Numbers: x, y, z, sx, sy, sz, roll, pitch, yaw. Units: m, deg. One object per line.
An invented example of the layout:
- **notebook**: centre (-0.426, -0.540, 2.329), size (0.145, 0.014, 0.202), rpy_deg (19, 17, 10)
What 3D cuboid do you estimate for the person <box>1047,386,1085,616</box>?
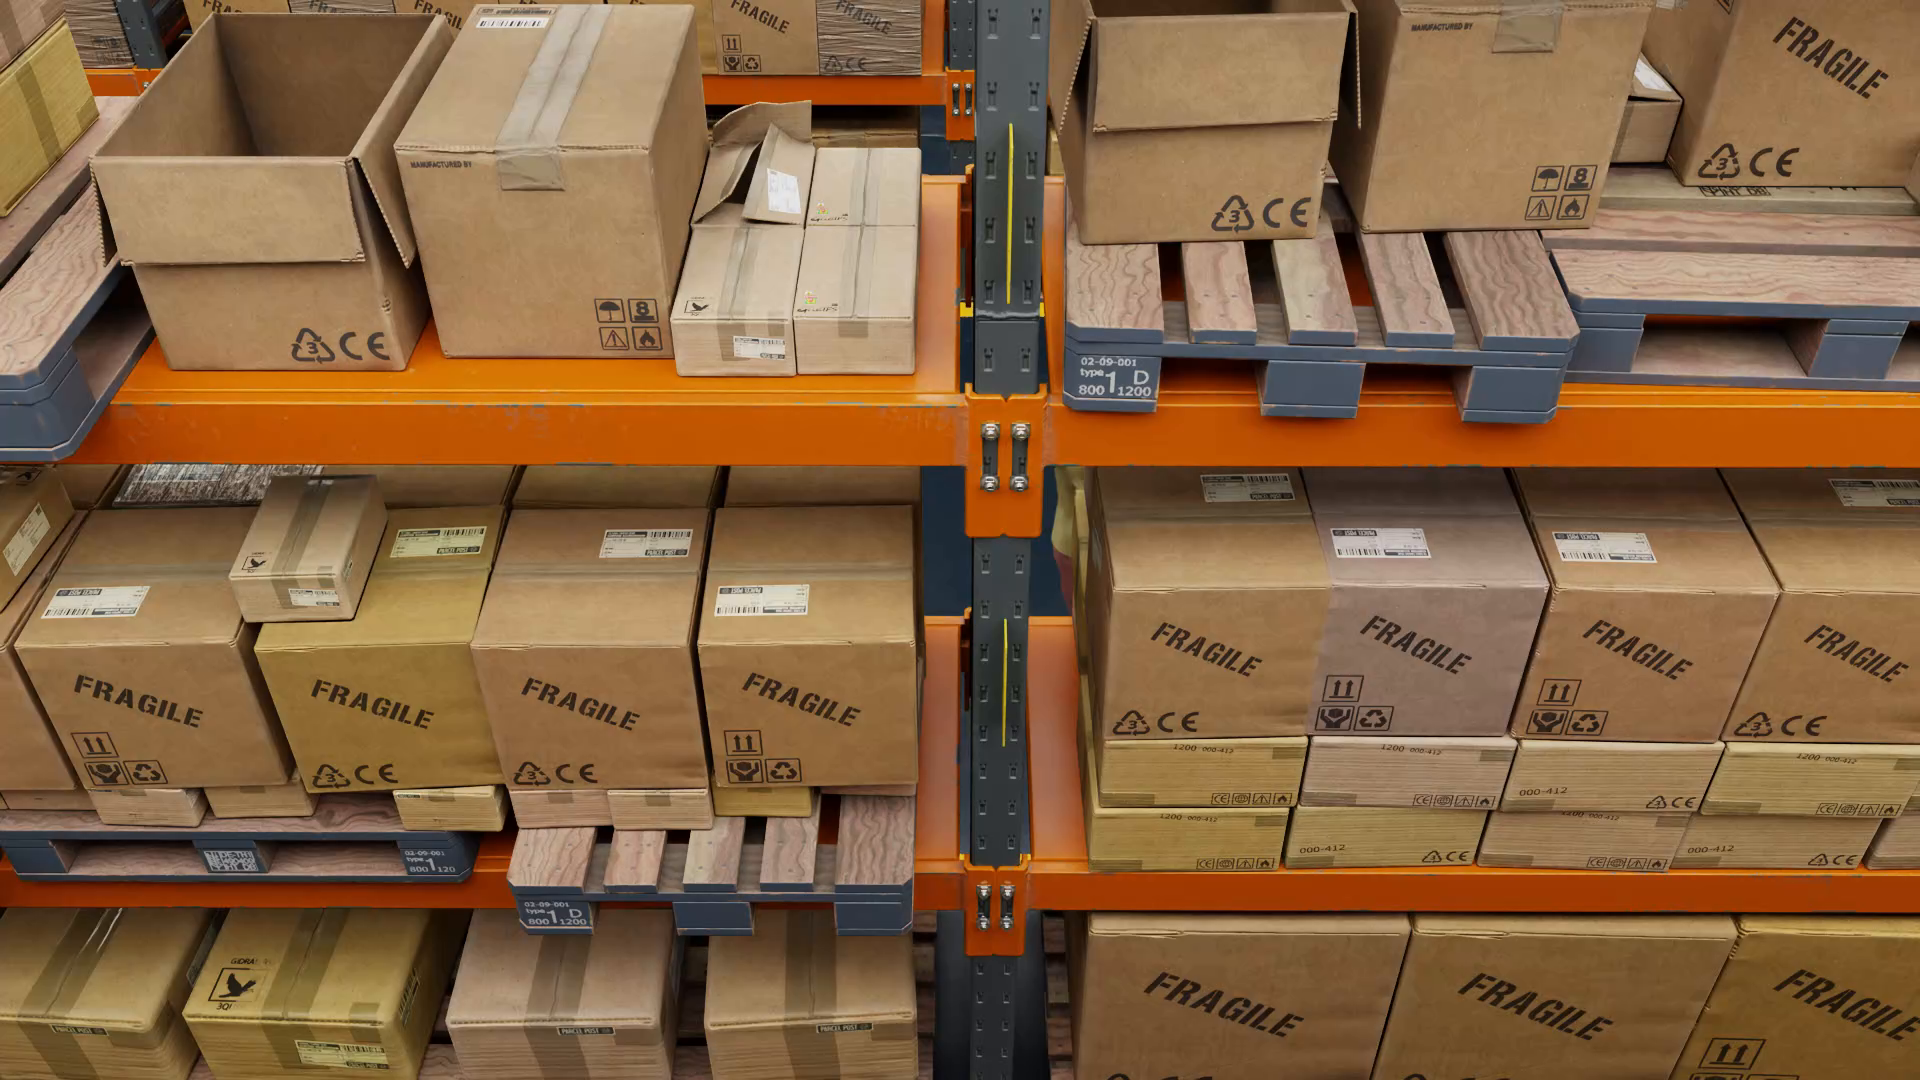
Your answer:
- **person**: centre (0.547, -0.003, 6.162), size (0.546, 1.671, 0.435), rpy_deg (6, 40, 8)
